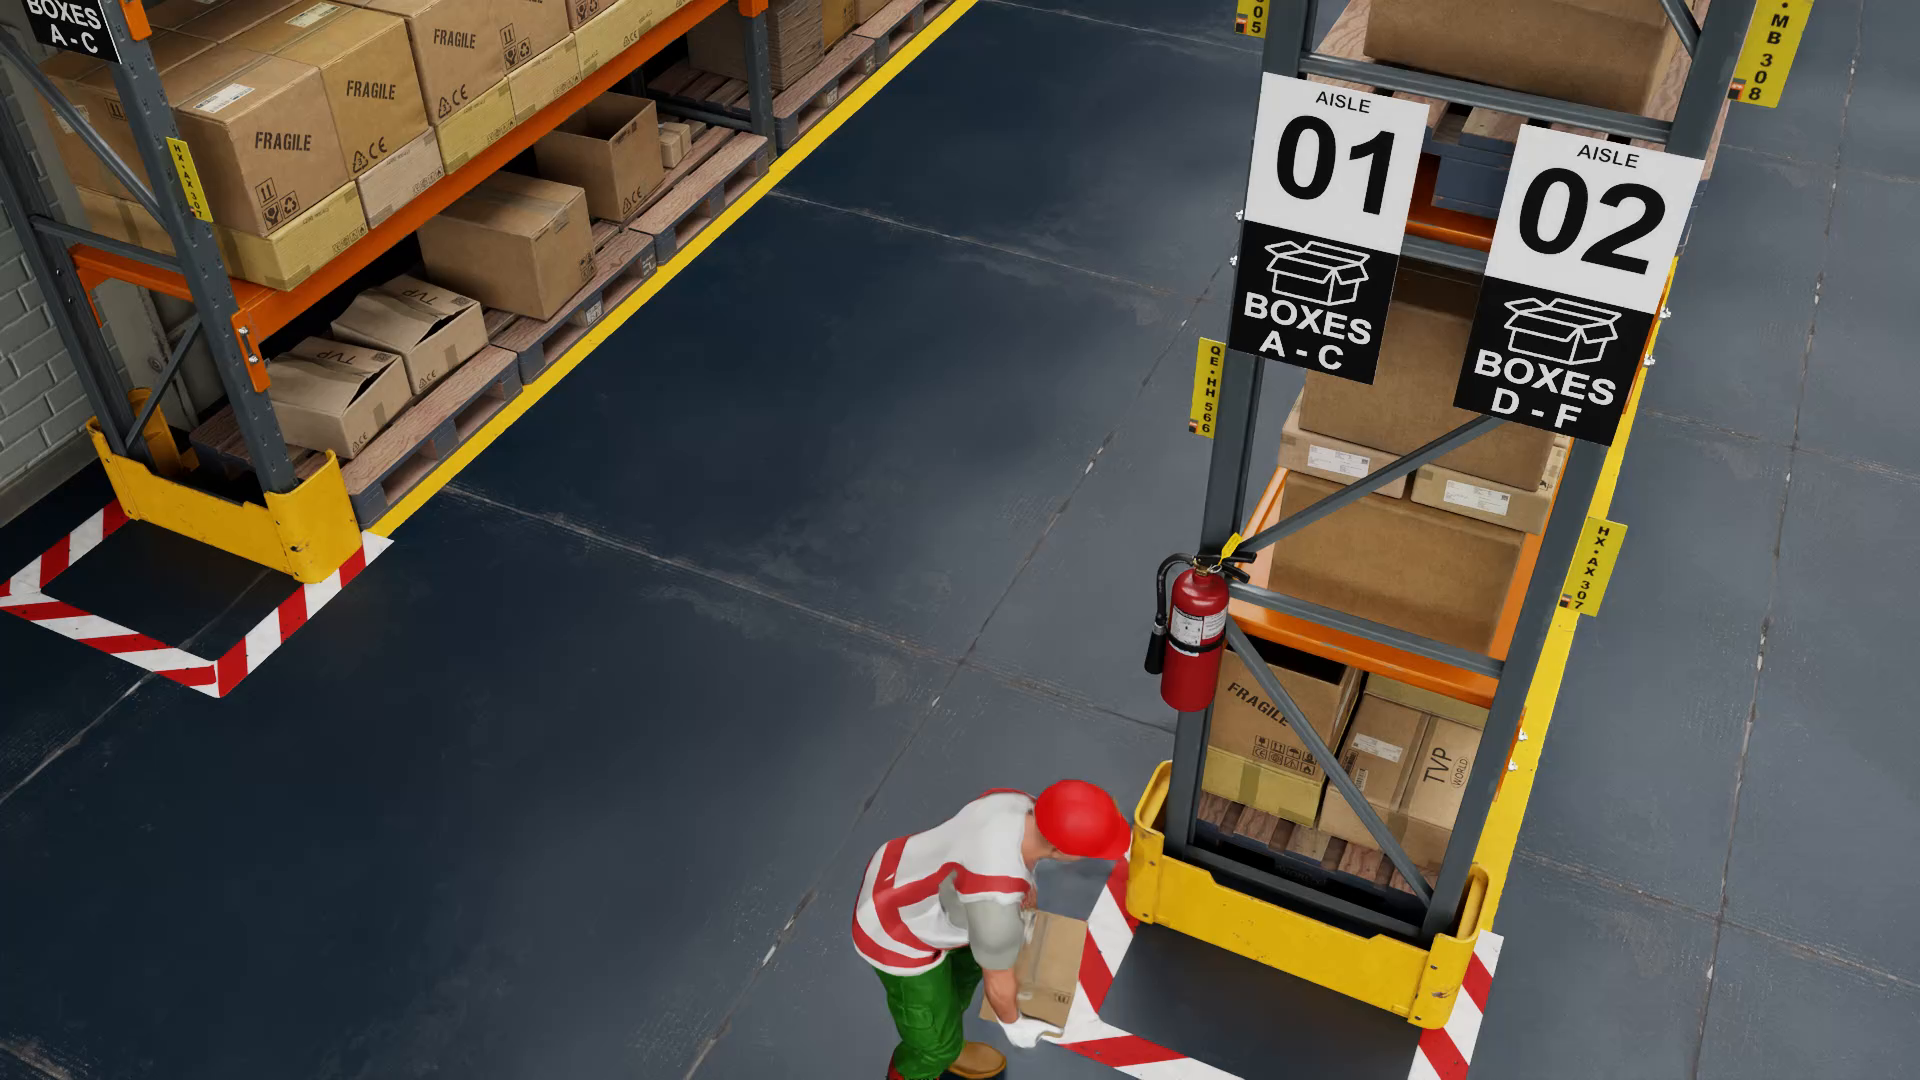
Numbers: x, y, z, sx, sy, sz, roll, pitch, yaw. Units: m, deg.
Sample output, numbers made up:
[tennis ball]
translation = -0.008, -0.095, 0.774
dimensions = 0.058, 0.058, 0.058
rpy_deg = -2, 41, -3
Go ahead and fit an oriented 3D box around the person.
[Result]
[person]
translation = 0.078, 1.218, 4.910
dimensions = 0.773, 1.600, 0.472
rpy_deg = 8, 42, 9
